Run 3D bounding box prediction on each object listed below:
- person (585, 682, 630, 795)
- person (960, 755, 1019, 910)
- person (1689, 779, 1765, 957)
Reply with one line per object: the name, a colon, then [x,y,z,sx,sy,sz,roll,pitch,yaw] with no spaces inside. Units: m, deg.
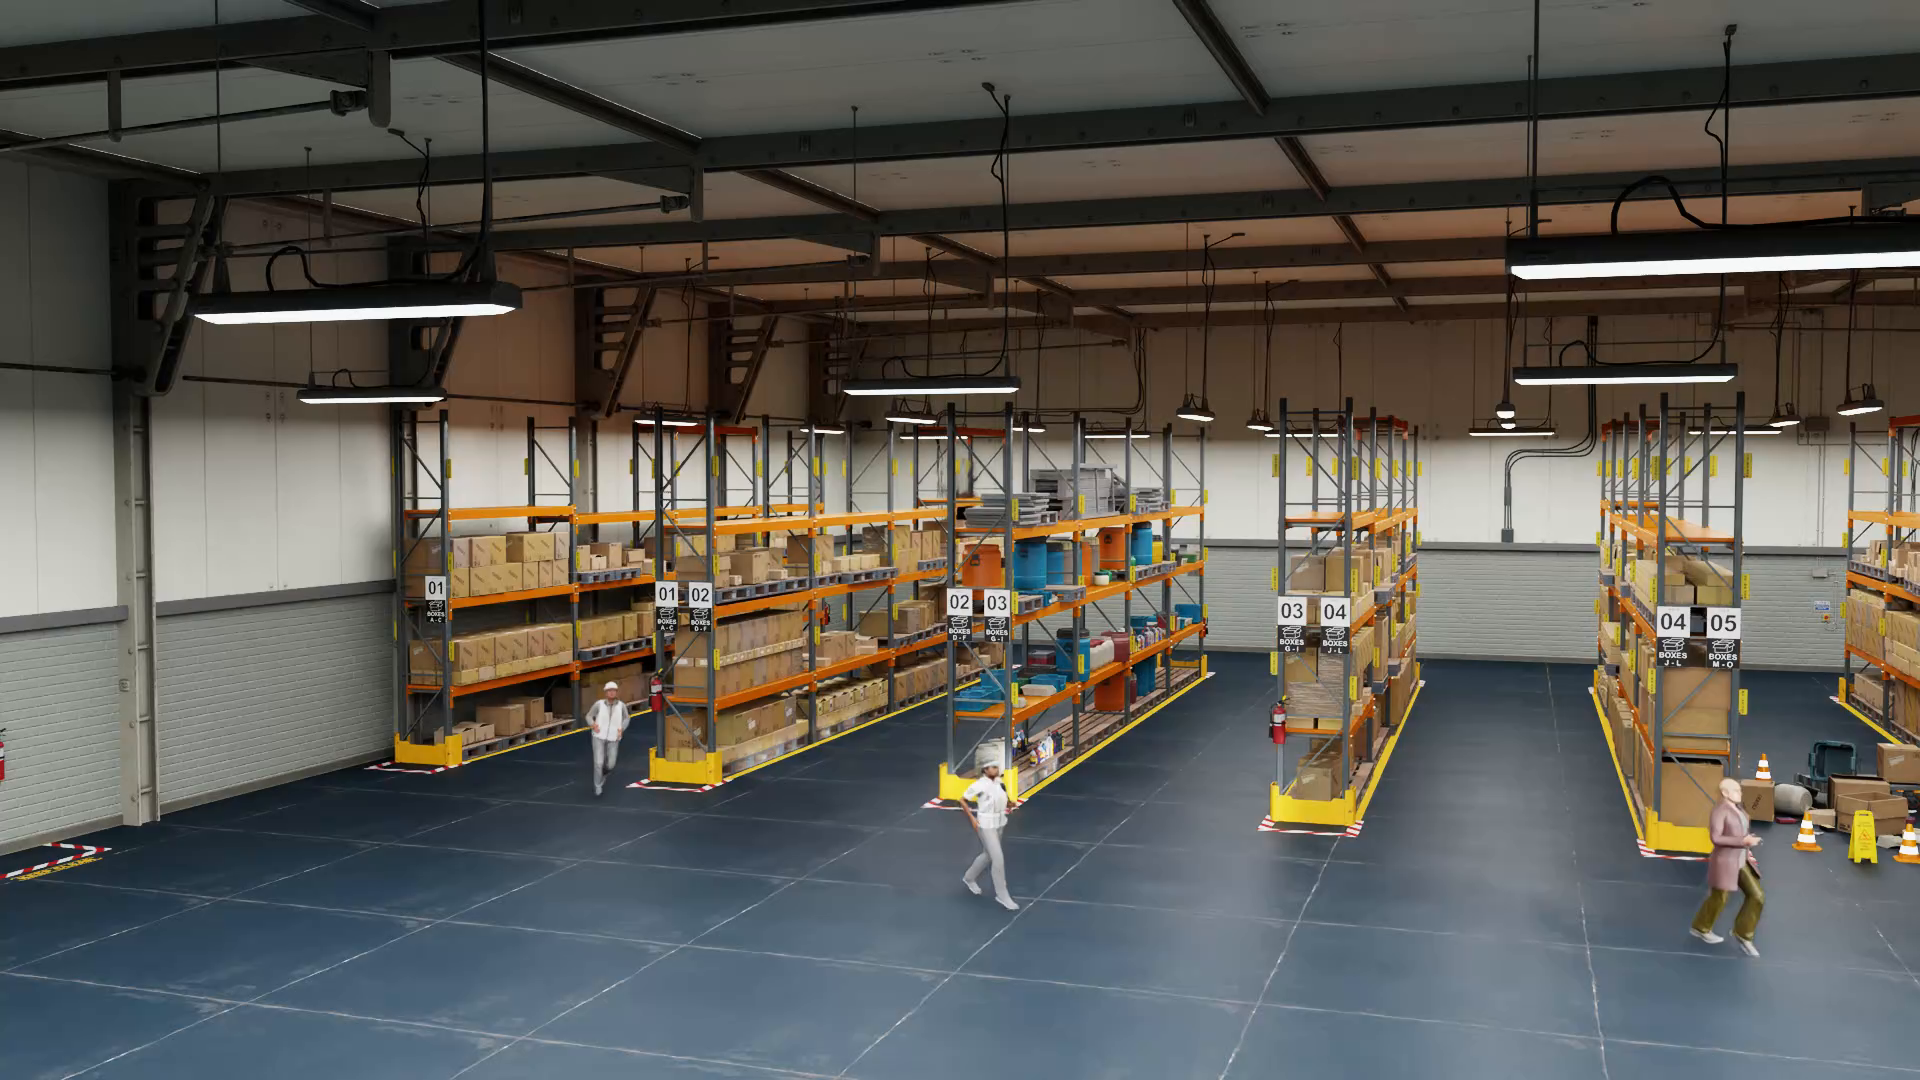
person: [-5.435,3.049,25.700,0.687,1.717,0.604,-1,3,-16]
person: [0.343,3.317,19.109,0.885,1.721,0.562,2,3,37]
person: [7.954,3.385,17.193,0.684,1.843,0.841,-2,3,-32]
